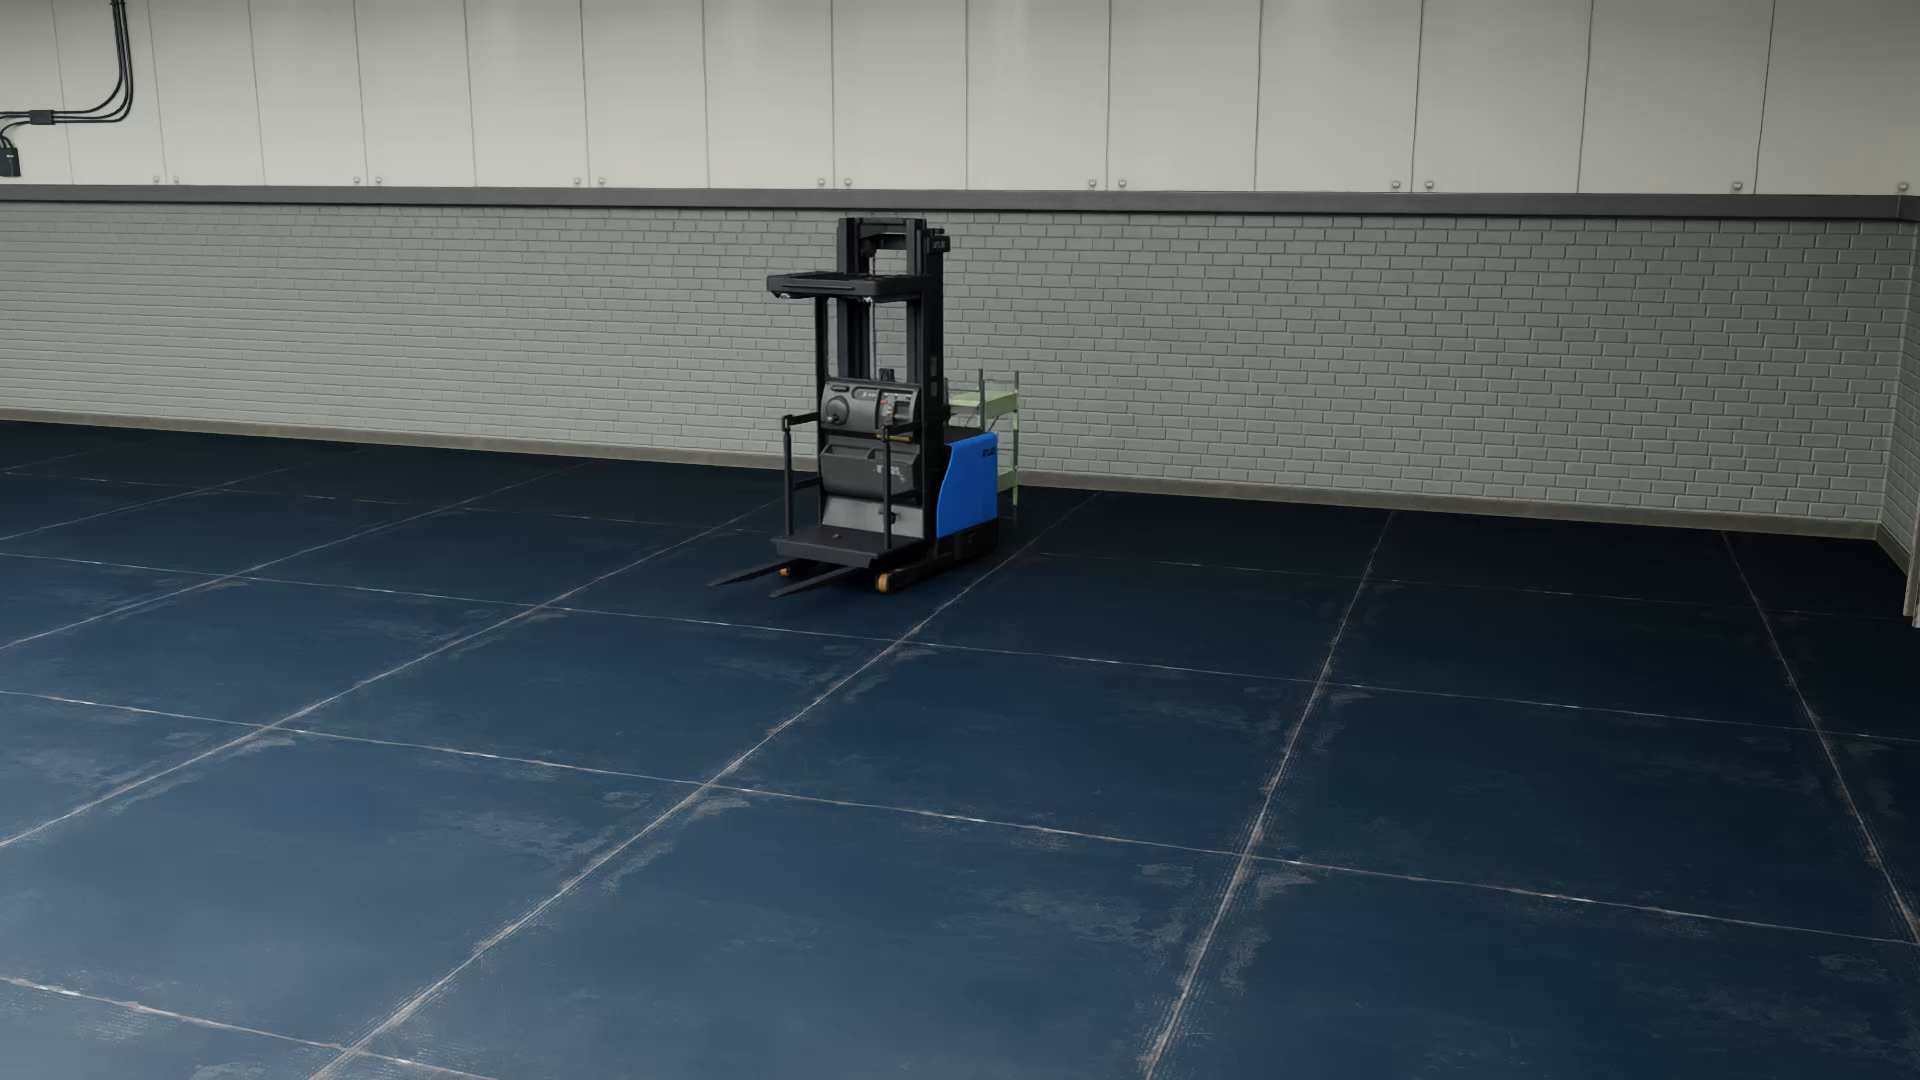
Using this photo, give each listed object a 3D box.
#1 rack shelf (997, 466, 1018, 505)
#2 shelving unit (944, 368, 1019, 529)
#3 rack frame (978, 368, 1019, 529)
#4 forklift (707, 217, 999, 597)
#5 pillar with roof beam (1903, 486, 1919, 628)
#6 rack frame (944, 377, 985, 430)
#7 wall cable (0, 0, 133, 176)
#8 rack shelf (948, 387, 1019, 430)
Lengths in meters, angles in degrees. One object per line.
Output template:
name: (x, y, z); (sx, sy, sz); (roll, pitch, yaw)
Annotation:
rack shelf: (0.196, -0.461, 15.365); (0.431, 0.370, 0.720); (6, 14, 25)
shelving unit: (0.196, -0.779, 15.293); (0.431, 1.500, 0.755); (6, 14, 25)
rack frame: (0.357, -0.852, 15.613); (0.400, 1.500, 0.023); (6, 14, 25)
forklift: (-0.859, -1.116, 13.554); (1.130, 2.935, 3.031); (8, 15, 31)
pillar with roof beam: (3.250, -4.079, 12.897); (9.100, 9.000, 0.400); (4, 14, 18)
rack frame: (0.035, -0.706, 14.972); (0.400, 1.500, 0.023); (6, 14, 25)
wall cable: (-11.300, -7.533, 20.388); (2.305, 6.003, 0.169); (4, 14, 18)
rack shelf: (0.196, -1.159, 15.206); (0.431, 0.370, 0.720); (6, 14, 25)
